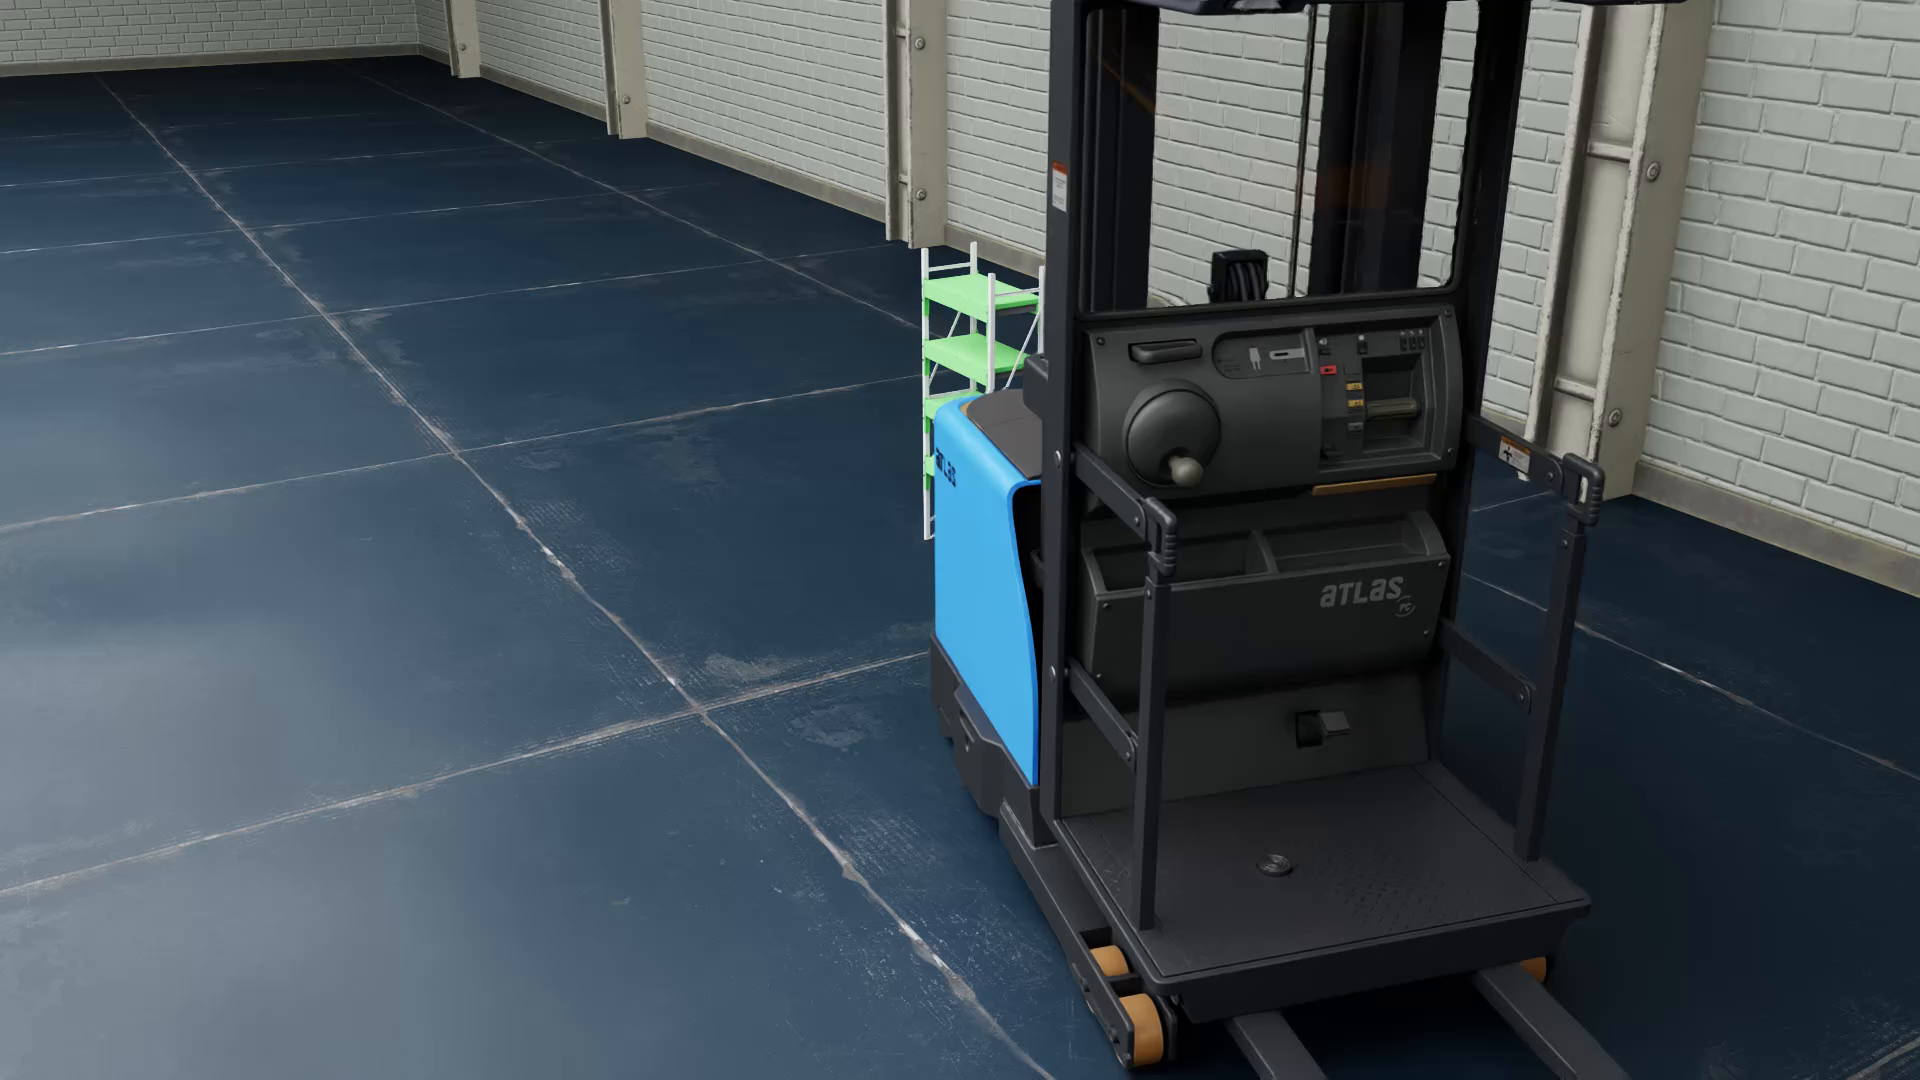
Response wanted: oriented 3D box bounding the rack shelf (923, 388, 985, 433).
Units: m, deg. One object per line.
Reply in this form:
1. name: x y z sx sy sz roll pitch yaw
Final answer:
1. rack shelf: 0.085 -0.443 6.478 0.258 0.148 0.480 -13 25 -28

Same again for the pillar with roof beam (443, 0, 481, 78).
1. pillar with roof beam: -10.147 -9.413 18.020 9.100 9.000 0.400 -13 25 -28

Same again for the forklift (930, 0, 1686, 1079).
1. forklift: 0.807 -0.310 3.682 1.130 2.935 3.031 -6 23 -15

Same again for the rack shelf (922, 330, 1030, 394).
1. rack shelf: 0.085 -0.665 6.387 0.258 0.148 0.480 -13 25 -28

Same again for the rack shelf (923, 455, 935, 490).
1. rack shelf: 0.085 -0.221 6.568 0.258 0.148 0.480 -13 25 -28

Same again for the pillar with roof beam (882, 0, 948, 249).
1. pillar with roof beam: -4.017 -5.529 8.463 9.100 9.000 0.400 -13 25 -28

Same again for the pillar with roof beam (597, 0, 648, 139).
1. pillar with roof beam: -7.082 -7.471 13.242 9.100 9.000 0.400 -13 25 -28

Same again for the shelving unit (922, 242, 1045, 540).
1. shelving unit: 0.085 -0.502 6.454 0.258 1.200 0.503 -13 25 -28

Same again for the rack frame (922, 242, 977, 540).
1. rack frame: -0.040 -0.581 6.648 0.240 1.200 0.015 -13 25 -28

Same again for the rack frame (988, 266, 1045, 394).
1. rack frame: 0.209 -0.423 6.259 0.240 1.200 0.015 -13 25 -28

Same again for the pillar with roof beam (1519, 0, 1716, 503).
1. pillar with roof beam: -0.952 -3.587 3.685 9.100 9.000 0.400 -13 25 -28

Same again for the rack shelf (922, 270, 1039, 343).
1. rack shelf: 0.085 -0.888 6.297 0.258 0.148 0.480 -13 25 -28
